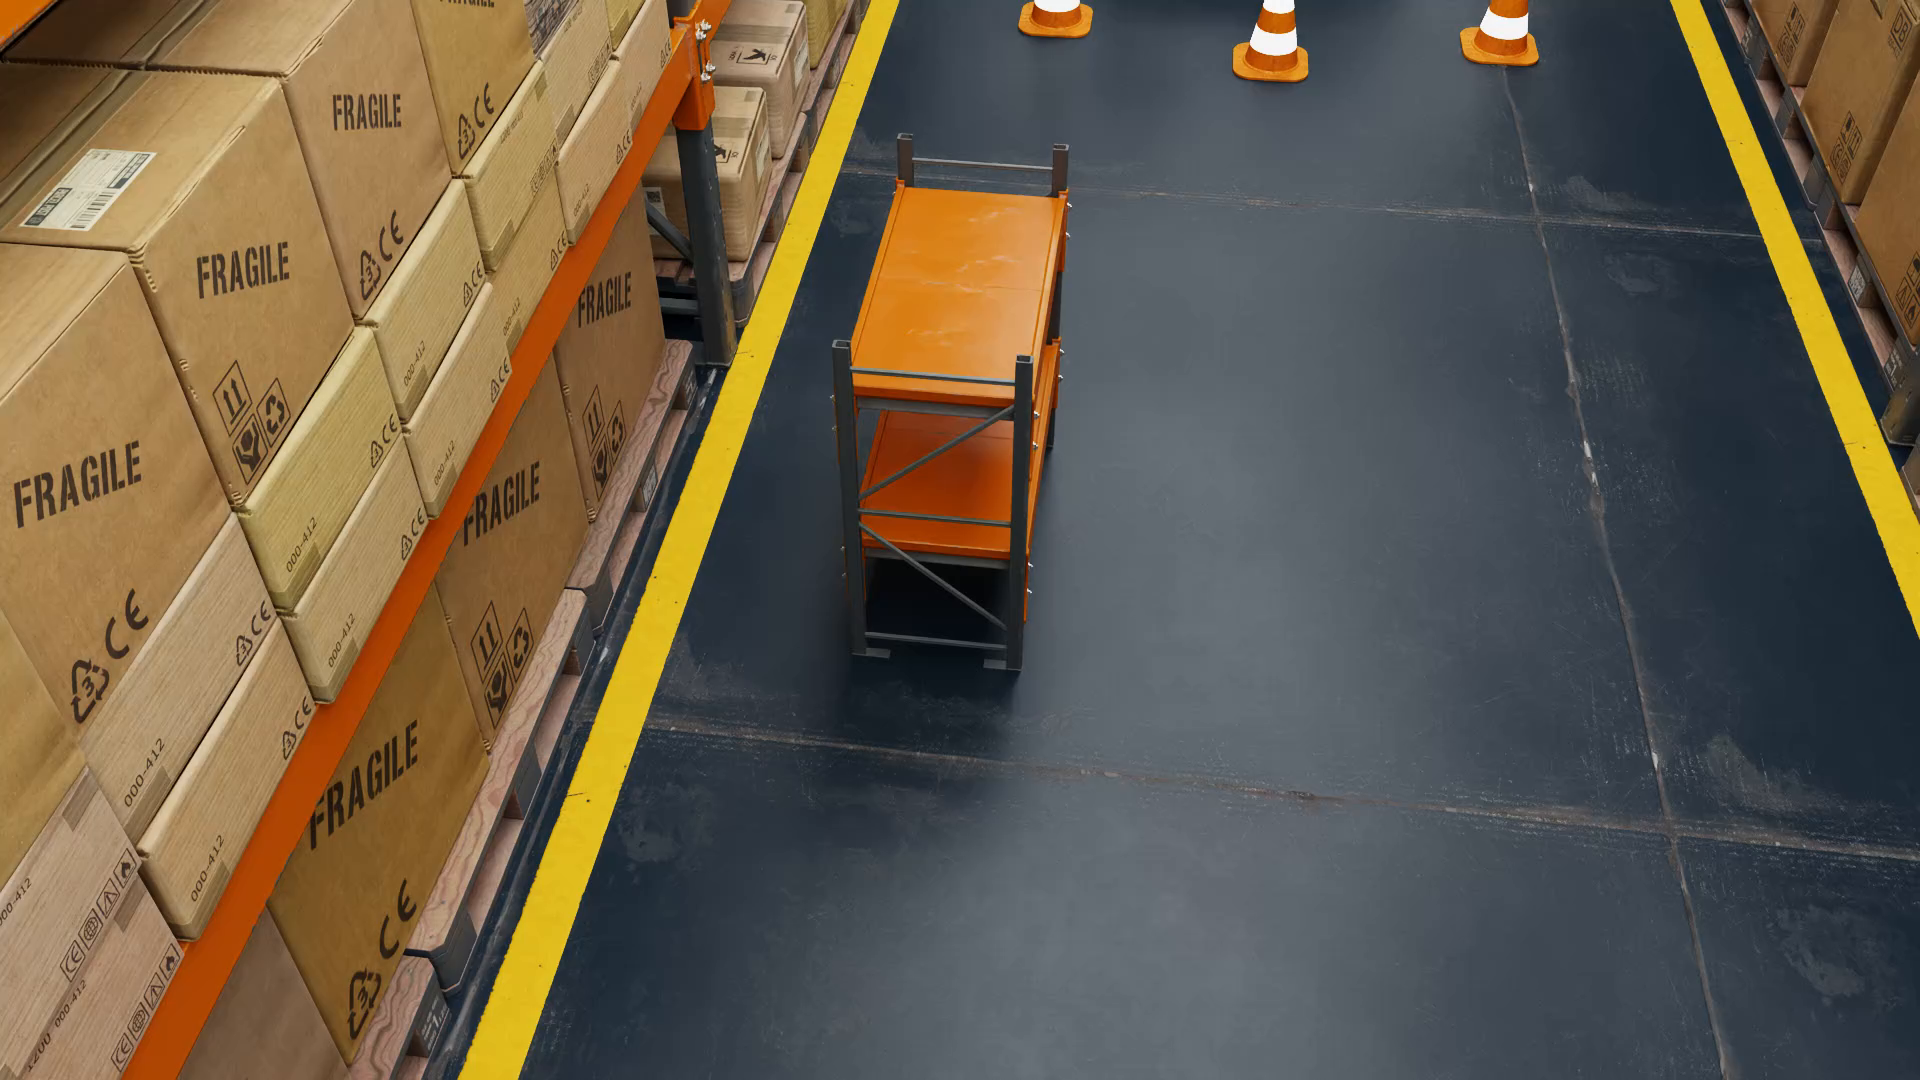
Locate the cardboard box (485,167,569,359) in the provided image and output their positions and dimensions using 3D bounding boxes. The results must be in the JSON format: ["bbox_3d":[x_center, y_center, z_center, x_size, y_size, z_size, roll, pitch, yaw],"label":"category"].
[{"bbox_3d":[-1.246,-0.667,3.882,0.500,0.250,0.500,5,44,5],"label":"cardboard box"}]

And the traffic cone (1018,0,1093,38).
[{"bbox_3d":[0.451,-2.614,7.674,0.336,0.463,0.334,5,44,6],"label":"traffic cone"}]

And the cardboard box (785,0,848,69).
[{"bbox_3d":[-1.021,-2.384,7.192,0.950,0.372,0.625,7,44,7],"label":"cardboard box"}]

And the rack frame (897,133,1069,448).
[{"bbox_3d":[0.066,-0.750,5.224,0.500,1.125,0.032,5,44,6],"label":"rack frame"}]

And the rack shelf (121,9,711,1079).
[{"bbox_3d":[-1.566,-0.157,3.758,1.077,0.370,4.000,5,44,6],"label":"rack shelf"}]

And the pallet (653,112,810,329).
[{"bbox_3d":[-1.197,-1.301,6.471,1.003,0.211,1.213,5,44,6],"label":"pallet"}]

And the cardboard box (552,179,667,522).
[{"bbox_3d":[-1.475,-0.699,5.047,0.875,0.875,0.875,5,44,5],"label":"cardboard box"}]

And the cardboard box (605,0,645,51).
[{"bbox_3d":[-1.114,-1.555,4.456,0.500,0.250,0.500,5,44,5],"label":"cardboard box"}]

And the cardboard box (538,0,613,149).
[{"bbox_3d":[-1.178,-1.206,4.087,0.500,0.250,0.500,4,44,4],"label":"cardboard box"}]

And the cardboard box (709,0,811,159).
[{"bbox_3d":[-1.127,-1.867,6.646,0.950,0.372,0.625,4,44,5],"label":"cardboard box"}]

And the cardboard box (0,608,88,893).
[{"bbox_3d":[-1.487,0.272,1.982,0.500,0.500,0.500,6,44,6],"label":"cardboard box"}]

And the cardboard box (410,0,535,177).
[{"bbox_3d":[-1.243,-1.116,3.447,0.500,0.500,0.500,5,44,6],"label":"cardboard box"}]

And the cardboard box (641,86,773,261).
[{"bbox_3d":[-1.217,-1.364,6.115,0.950,0.372,0.625,3,43,3],"label":"cardboard box"}]

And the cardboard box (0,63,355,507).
[{"bbox_3d":[-1.379,-0.419,2.711,0.500,0.500,0.500,4,44,4],"label":"cardboard box"}]

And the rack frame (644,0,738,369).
[{"bbox_3d":[-1.302,-1.781,4.950,1.000,3.000,0.127,5,44,6],"label":"rack frame"}]

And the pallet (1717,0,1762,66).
[{"bbox_3d":[4.120,-2.581,7.822,1.003,0.211,1.213,5,44,6],"label":"pallet"}]

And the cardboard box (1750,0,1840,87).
[{"bbox_3d":[4.023,-2.374,6.906,1.050,0.750,0.750,5,44,6],"label":"cardboard box"}]

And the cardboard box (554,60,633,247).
[{"bbox_3d":[-1.163,-1.009,4.243,0.500,0.250,0.500,6,44,6],"label":"cardboard box"}]

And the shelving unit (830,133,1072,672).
[{"bbox_3d":[-0.001,-0.404,4.858,0.538,1.125,1.048,5,44,6],"label":"shelving unit"}]

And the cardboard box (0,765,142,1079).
[{"bbox_3d":[-1.493,0.543,2.240,0.500,0.250,0.500,4,44,4],"label":"cardboard box"}]

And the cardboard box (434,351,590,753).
[{"bbox_3d":[-1.597,-0.092,4.405,0.875,0.875,0.875,6,44,6],"label":"cardboard box"}]

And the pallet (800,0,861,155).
[{"bbox_3d":[-1.033,-2.130,7.346,1.003,0.211,1.213,5,44,6],"label":"pallet"}]

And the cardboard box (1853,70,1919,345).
[{"bbox_3d":[3.788,-1.143,5.606,1.050,0.750,0.750,5,44,5],"label":"cardboard box"}]

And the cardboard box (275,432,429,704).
[{"bbox_3d":[-1.360,0.023,3.154,0.500,0.250,0.500,5,44,5],"label":"cardboard box"}]

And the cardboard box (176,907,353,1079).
[{"bbox_3d":[-1.828,1.134,3.111,0.875,0.875,0.875,6,44,7],"label":"cardboard box"}]

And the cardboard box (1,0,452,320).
[{"bbox_3d":[-1.317,-0.772,3.084,0.500,0.500,0.500,5,44,5],"label":"cardboard box"}]

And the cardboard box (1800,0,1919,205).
[{"bbox_3d":[3.900,-1.739,6.236,1.050,0.750,0.750,6,44,6],"label":"cardboard box"}]

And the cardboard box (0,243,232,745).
[{"bbox_3d":[-1.447,-0.078,2.350,0.500,0.500,0.500,5,44,5],"label":"cardboard box"}]

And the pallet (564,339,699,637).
[{"bbox_3d":[-1.480,-0.238,5.348,1.003,0.211,1.213,5,44,6],"label":"pallet"}]

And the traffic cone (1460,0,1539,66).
[{"bbox_3d":[2.473,-2.429,7.478,0.336,0.463,0.334,5,44,6],"label":"traffic cone"}]

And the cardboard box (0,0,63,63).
[{"bbox_3d":[-1.819,-0.833,3.148,0.500,0.500,0.500,6,44,6],"label":"cardboard box"}]

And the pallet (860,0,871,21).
[{"bbox_3d":[-0.874,-2.964,8.227,1.003,0.211,1.213,5,44,6],"label":"pallet"}]

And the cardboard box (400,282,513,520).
[{"bbox_3d":[-1.285,-0.317,3.512,0.500,0.250,0.500,5,44,5],"label":"cardboard box"}]

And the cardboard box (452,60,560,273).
[{"bbox_3d":[-1.225,-0.855,3.717,0.500,0.250,0.500,4,44,4],"label":"cardboard box"}]

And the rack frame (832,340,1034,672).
[{"bbox_3d":[-0.068,-0.057,4.493,0.500,1.125,0.032,5,44,6],"label":"rack frame"}]

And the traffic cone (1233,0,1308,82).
[{"bbox_3d":[1.404,-2.325,7.369,0.336,0.463,0.334,5,44,6],"label":"traffic cone"}]

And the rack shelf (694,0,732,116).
[{"bbox_3d":[-1.037,-2.883,6.637,1.077,0.370,4.000,5,44,6],"label":"rack shelf"}]

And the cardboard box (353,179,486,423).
[{"bbox_3d":[-1.294,-0.501,3.343,0.500,0.250,0.500,4,44,4],"label":"cardboard box"}]

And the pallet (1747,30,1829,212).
[{"bbox_3d":[3.961,-1.747,6.942,1.003,0.211,1.213,5,44,6],"label":"pallet"}]

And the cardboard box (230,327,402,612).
[{"bbox_3d":[-1.358,-0.156,2.979,0.500,0.250,0.500,6,44,6],"label":"cardboard box"}]

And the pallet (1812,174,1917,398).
[{"bbox_3d":[3.797,-0.918,6.066,1.003,0.211,1.213,5,44,6],"label":"pallet"}]

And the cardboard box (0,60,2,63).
[{"bbox_3d":[-1.873,-0.479,2.774,0.500,0.500,0.500,6,44,7],"label":"cardboard box"}]

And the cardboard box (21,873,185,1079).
[{"bbox_3d":[-1.511,0.723,2.414,0.500,0.250,0.500,4,44,5],"label":"cardboard box"}]

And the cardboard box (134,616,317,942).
[{"bbox_3d":[-1.444,0.370,2.786,0.500,0.250,0.500,4,44,4],"label":"cardboard box"}]

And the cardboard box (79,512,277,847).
[{"bbox_3d":[-1.452,0.185,2.618,0.500,0.250,0.500,6,44,6],"label":"cardboard box"}]

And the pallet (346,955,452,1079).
[{"bbox_3d":[-1.803,1.425,3.592,1.003,0.211,1.213,5,44,6],"label":"pallet"}]

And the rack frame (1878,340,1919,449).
[{"bbox_3d":[3.618,-1.400,4.547,1.000,3.000,0.127,5,44,6],"label":"rack frame"}]

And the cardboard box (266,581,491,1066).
[{"bbox_3d":[-1.716,0.518,3.762,0.875,0.875,0.875,6,44,7],"label":"cardboard box"}]

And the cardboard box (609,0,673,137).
[{"bbox_3d":[-1.111,-1.359,4.612,0.500,0.250,0.500,4,44,4],"label":"cardboard box"}]

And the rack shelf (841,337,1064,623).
[{"bbox_3d":[-0.001,-0.226,5.027,0.538,0.278,1.000,5,44,6],"label":"rack shelf"}]

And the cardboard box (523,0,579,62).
[{"bbox_3d":[-1.170,-1.454,3.804,0.500,0.500,0.500,6,44,6],"label":"cardboard box"}]

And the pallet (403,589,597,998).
[{"bbox_3d":[-1.644,0.591,4.473,1.003,0.211,1.213,5,44,6],"label":"pallet"}]

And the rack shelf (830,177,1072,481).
[{"bbox_3d":[-0.001,-0.616,4.657,0.538,0.278,1.000,5,44,6],"label":"rack shelf"}]

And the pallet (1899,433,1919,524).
[{"bbox_3d":[3.514,0.145,4.944,1.003,0.211,1.213,5,44,6],"label":"pallet"}]
